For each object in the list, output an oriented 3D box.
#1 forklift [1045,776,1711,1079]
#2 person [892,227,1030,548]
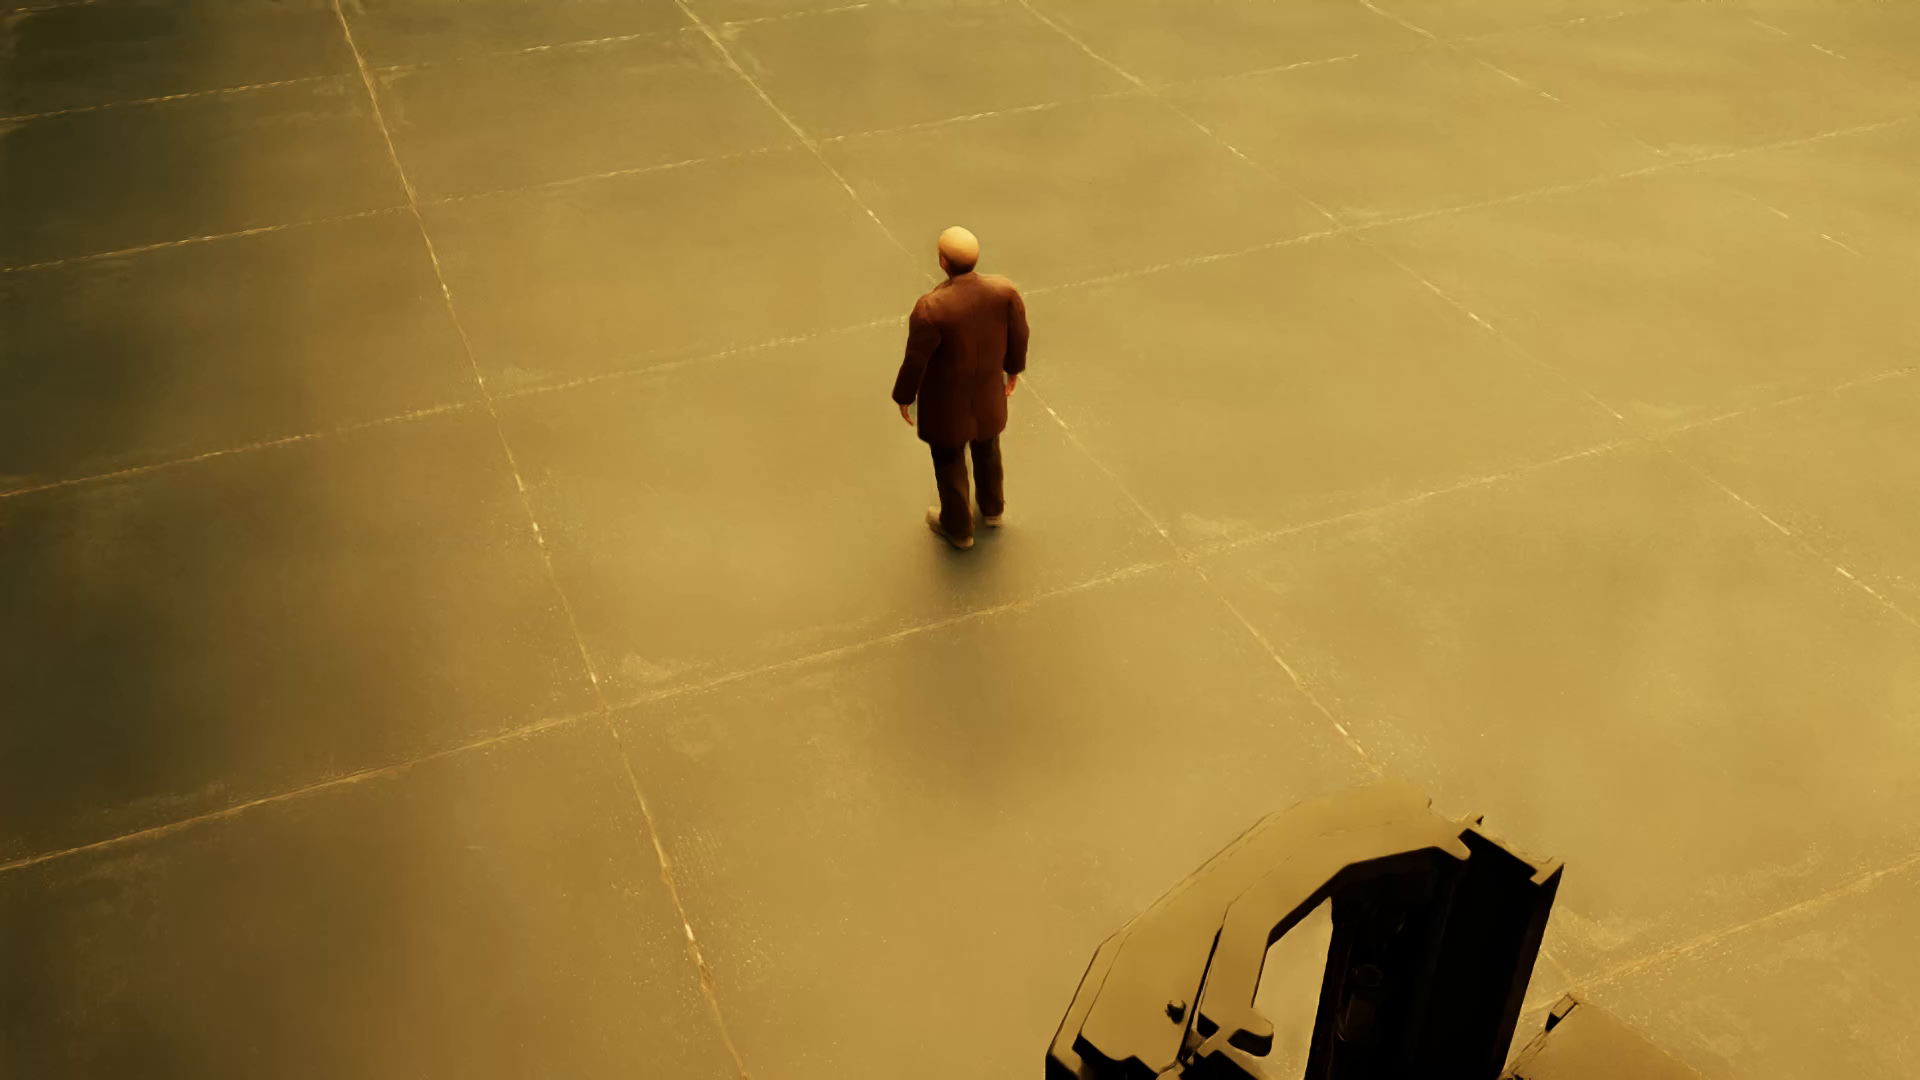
[{"bbox_3d":[0.972,2.027,3.248,1.130,2.935,3.031,-28,44,-34],"label":"forklift"},{"bbox_3d":[-0.031,-0.780,8.179,0.694,1.776,0.580,-14,38,-19],"label":"person"}]
